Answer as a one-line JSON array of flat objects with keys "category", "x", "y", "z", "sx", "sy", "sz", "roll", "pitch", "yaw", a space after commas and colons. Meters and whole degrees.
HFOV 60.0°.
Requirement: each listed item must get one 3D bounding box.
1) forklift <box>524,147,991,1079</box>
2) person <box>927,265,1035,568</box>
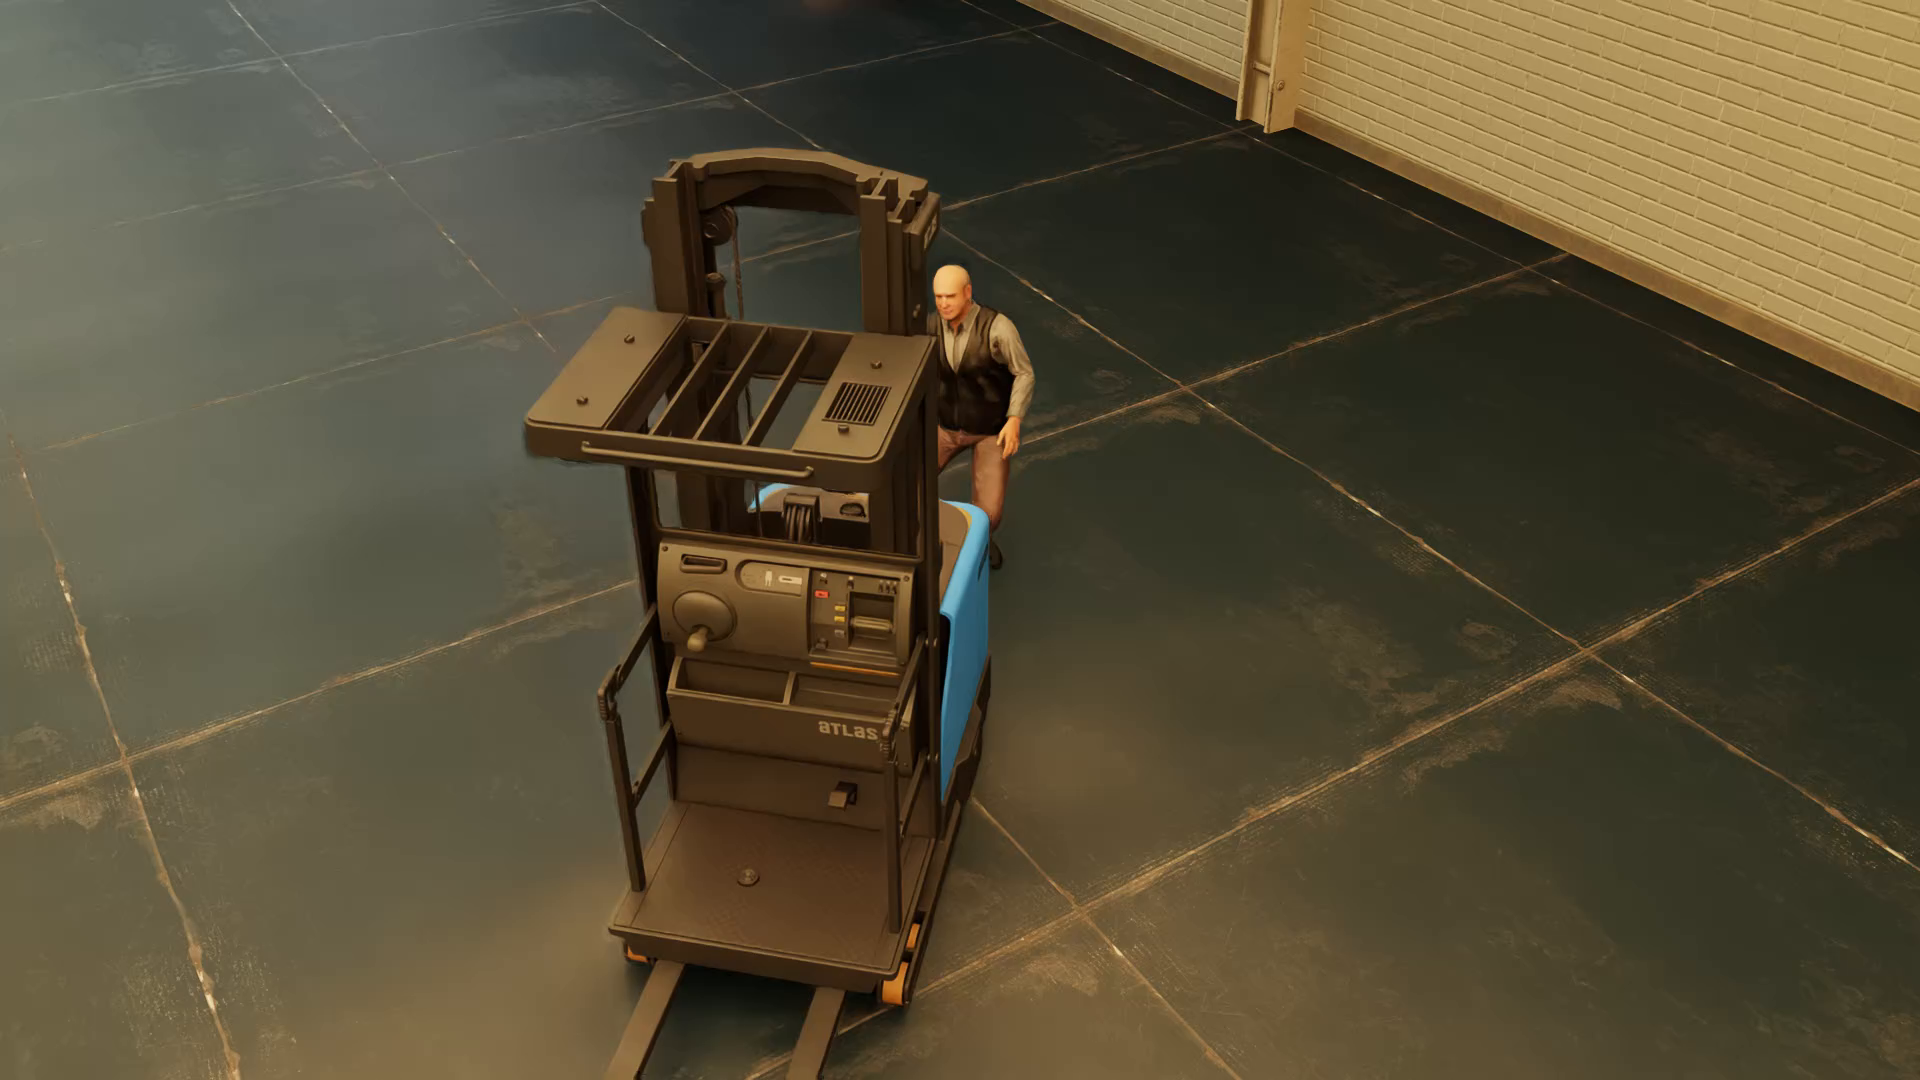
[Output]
[{"category": "forklift", "x": -0.664, "y": 0.302, "z": 5.718, "sx": 1.130, "sy": 2.935, "sz": 3.031, "roll": 7, "pitch": 36, "yaw": 10}, {"category": "person", "x": -0.053, "y": -0.545, "z": 8.081, "sx": 0.786, "sy": 1.604, "sz": 0.618, "roll": 12, "pitch": 37, "yaw": 17}]
